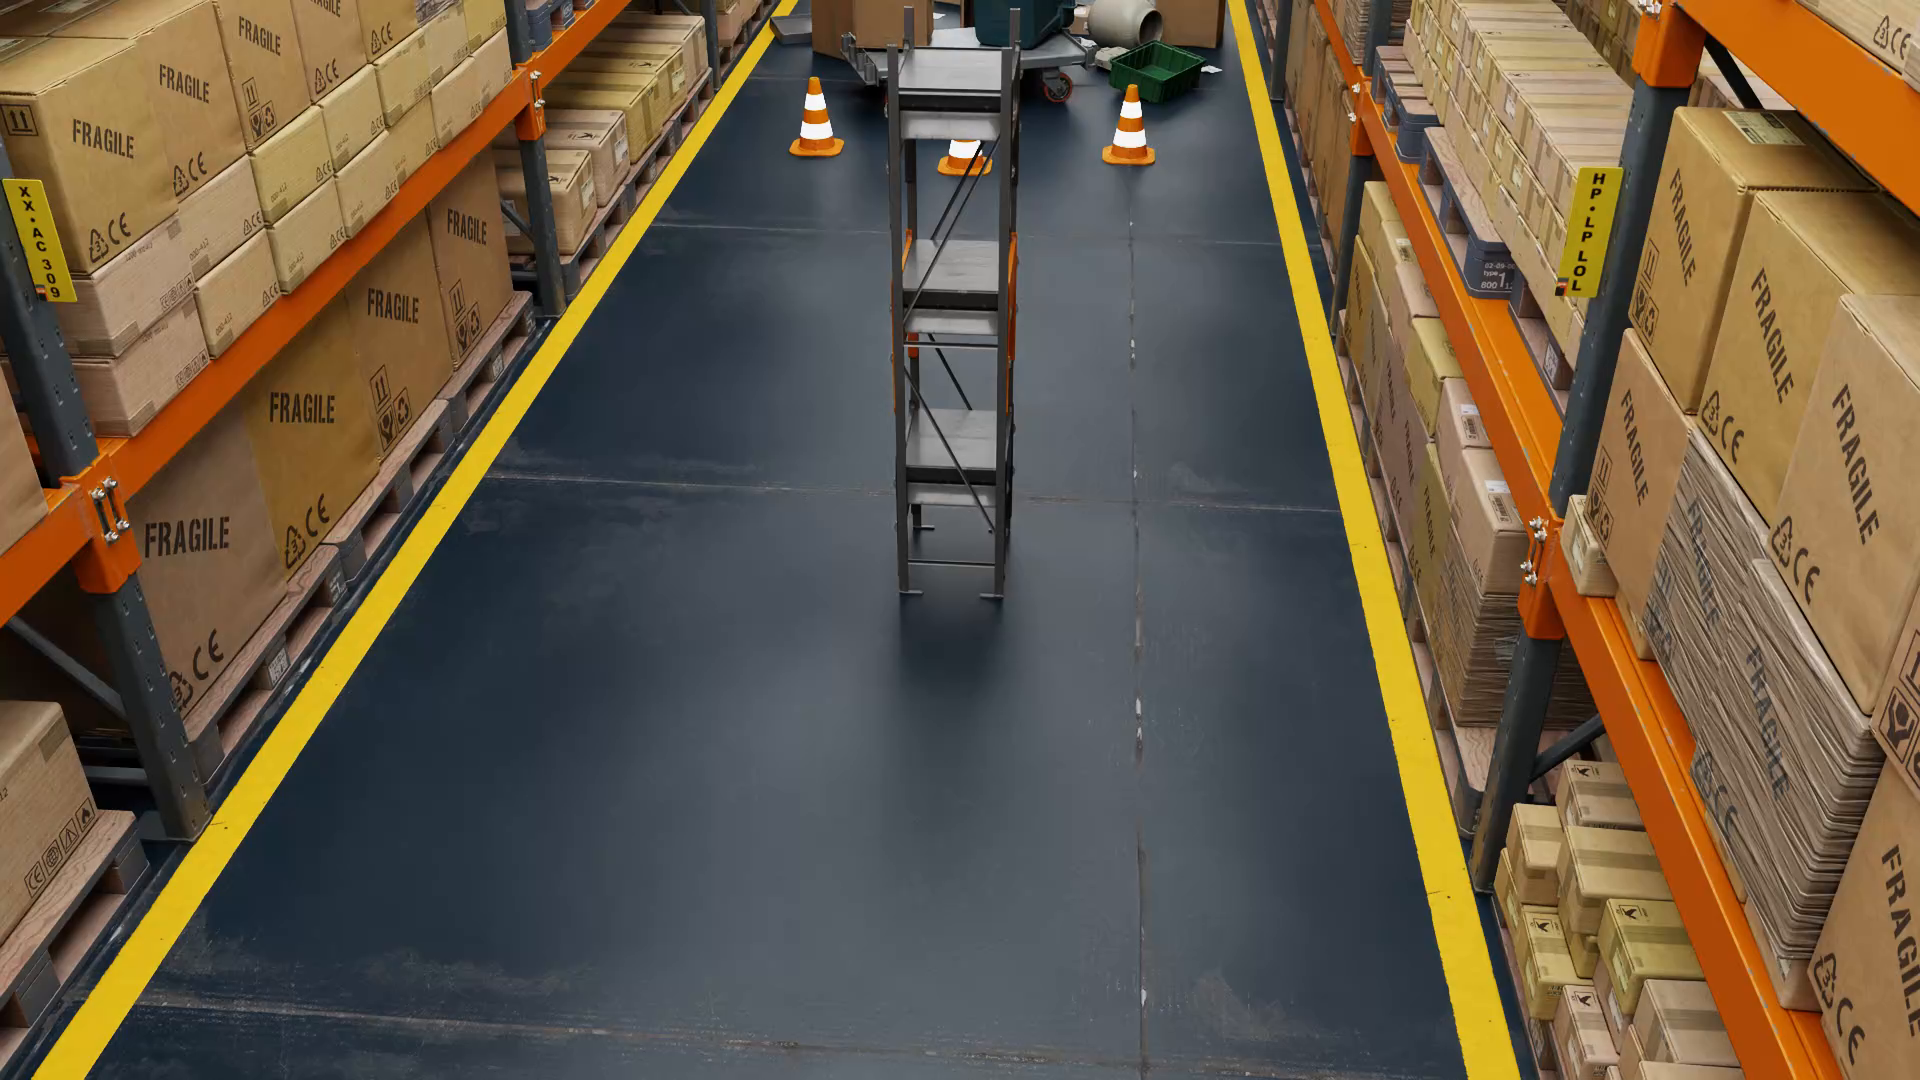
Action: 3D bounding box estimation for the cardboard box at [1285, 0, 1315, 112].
[{"bbox_3d":[2.746,-3.294,10.981,1.050,0.750,0.750,2,32,4],"label":"cardboard box"}]

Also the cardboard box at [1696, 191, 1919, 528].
[{"bbox_3d":[1.749,-0.316,3.072,0.500,0.500,0.500,2,32,2],"label":"cardboard box"}]

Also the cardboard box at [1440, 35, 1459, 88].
[{"bbox_3d":[2.083,-1.851,6.450,0.380,0.149,0.250,3,32,4],"label":"cardboard box"}]

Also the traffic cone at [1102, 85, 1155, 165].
[{"bbox_3d":[1.093,-2.685,10.666,0.336,0.463,0.334,2,32,4],"label":"traffic cone"}]

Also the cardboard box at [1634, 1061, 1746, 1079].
[{"bbox_3d":[1.668,1.277,3.569,0.380,0.149,0.250,3,32,5],"label":"cardboard box"}]

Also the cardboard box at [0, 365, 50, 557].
[{"bbox_3d":[-2.669,-0.166,4.066,0.500,0.500,0.500,3,32,4],"label":"cardboard box"}]

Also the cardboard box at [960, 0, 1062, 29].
[{"bbox_3d":[0.403,-4.131,12.844,0.797,0.637,0.503,2,32,4],"label":"cardboard box"}]

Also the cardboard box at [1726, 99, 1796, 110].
[{"bbox_3d":[2.629,-1.274,5.231,0.380,0.149,0.250,2,32,4],"label":"cardboard box"}]

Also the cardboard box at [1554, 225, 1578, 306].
[{"bbox_3d":[1.912,-0.771,4.698,0.380,0.149,0.250,3,32,4],"label":"cardboard box"}]

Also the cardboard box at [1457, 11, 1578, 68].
[{"bbox_3d":[2.065,-1.853,6.170,0.380,0.149,0.250,4,32,6],"label":"cardboard box"}]

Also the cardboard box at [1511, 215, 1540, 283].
[{"bbox_3d":[1.954,-0.904,5.197,0.380,0.149,0.250,1,32,1],"label":"cardboard box"}]

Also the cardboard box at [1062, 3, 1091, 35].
[{"bbox_3d":[1.011,-4.215,13.337,0.396,0.266,0.258,8,32,12],"label":"cardboard box"}]

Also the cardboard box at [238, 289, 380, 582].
[{"bbox_3d":[-2.849,-0.452,6.249,0.875,0.875,0.875,3,32,5],"label":"cardboard box"}]

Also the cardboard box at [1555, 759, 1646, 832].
[{"bbox_3d":[1.821,0.734,4.449,0.380,0.149,0.250,4,32,6],"label":"cardboard box"}]

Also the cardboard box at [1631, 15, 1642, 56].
[{"bbox_3d":[2.711,-1.826,6.126,0.380,0.149,0.250,2,32,4],"label":"cardboard box"}]

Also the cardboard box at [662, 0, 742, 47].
[{"bbox_3d":[-1.917,-3.866,12.384,0.500,0.250,0.500,1,32,2],"label":"cardboard box"}]

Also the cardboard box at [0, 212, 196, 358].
[{"bbox_3d":[-2.569,-0.744,4.765,0.500,0.250,0.500,2,32,3],"label":"cardboard box"}]

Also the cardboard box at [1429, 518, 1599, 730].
[{"bbox_3d":[1.865,0.269,5.437,0.500,0.500,0.500,2,32,3],"label":"cardboard box"}]

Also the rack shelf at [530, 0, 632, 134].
[{"bbox_3d":[-2.397,-3.208,9.783,1.077,0.370,4.000,2,32,4],"label":"rack shelf"}]

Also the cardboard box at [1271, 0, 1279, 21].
[{"bbox_3d":[2.898,-4.473,12.775,0.875,0.875,0.875,3,32,4],"label":"cardboard box"}]

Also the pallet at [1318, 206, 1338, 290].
[{"bbox_3d":[2.521,-1.532,9.035,1.003,0.211,1.213,2,32,4],"label":"pallet"}]

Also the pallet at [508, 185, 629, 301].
[{"bbox_3d":[-2.495,-1.690,9.292,1.003,0.211,1.213,2,32,4],"label":"pallet"}]

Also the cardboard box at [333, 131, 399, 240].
[{"bbox_3d":[-2.439,-1.331,6.194,0.500,0.250,0.500,2,32,3],"label":"cardboard box"}]

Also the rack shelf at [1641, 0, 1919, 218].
[{"bbox_3d":[1.893,-0.144,1.950,1.077,0.370,4.000,2,32,4],"label":"rack shelf"}]

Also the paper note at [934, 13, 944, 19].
[{"bbox_3d":[-0.221,-4.366,13.817,0.148,0.019,0.142,14,34,21],"label":"paper note"}]

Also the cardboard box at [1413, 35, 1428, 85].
[{"bbox_3d":[2.122,-2.016,7.002,0.380,0.149,0.250,4,32,6],"label":"cardboard box"}]

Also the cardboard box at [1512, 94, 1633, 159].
[{"bbox_3d":[1.983,-1.303,5.278,0.380,0.149,0.250,1,32,2],"label":"cardboard box"}]

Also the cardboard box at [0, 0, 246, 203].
[{"bbox_3d":[-2.550,-1.330,5.002,0.500,0.500,0.500,2,32,4],"label":"cardboard box"}]

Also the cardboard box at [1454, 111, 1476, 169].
[{"bbox_3d":[2.038,-1.463,6.105,0.380,0.149,0.250,3,32,5],"label":"cardboard box"}]

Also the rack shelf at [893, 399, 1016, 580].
[{"bbox_3d":[-0.013,-0.200,6.433,0.431,0.518,0.480,2,32,4],"label":"rack shelf"}]

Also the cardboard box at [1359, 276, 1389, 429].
[{"bbox_3d":[2.032,-0.803,7.176,0.500,0.500,0.500,3,32,5],"label":"cardboard box"}]

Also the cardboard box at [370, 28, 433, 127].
[{"bbox_3d":[-2.406,-1.817,6.506,0.500,0.250,0.500,2,32,3],"label":"cardboard box"}]

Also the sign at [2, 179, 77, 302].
[{"bbox_3d":[-2.333,-0.757,4.218,0.100,0.325,0.005,2,32,4],"label":"sign"}]

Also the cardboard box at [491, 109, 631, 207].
[{"bbox_3d":[-2.452,-2.210,9.582,0.950,0.372,0.625,2,32,3],"label":"cardboard box"}]

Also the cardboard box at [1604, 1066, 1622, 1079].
[{"bbox_3d":[1.745,1.399,3.938,0.380,0.149,0.250,2,32,3],"label":"cardboard box"}]

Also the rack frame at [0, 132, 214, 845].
[{"bbox_3d":[-2.886,-0.377,4.503,1.000,3.000,0.127,2,32,4],"label":"rack frame"}]

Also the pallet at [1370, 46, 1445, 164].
[{"bbox_3d":[2.430,-1.851,7.078,1.213,0.211,1.003,2,32,4],"label":"pallet"}]

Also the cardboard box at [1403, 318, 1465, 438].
[{"bbox_3d":[1.949,-0.598,6.129,0.500,0.250,0.500,1,32,2],"label":"cardboard box"}]

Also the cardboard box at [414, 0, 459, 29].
[{"bbox_3d":[-2.375,-2.387,6.716,0.500,0.500,0.500,3,32,5],"label":"cardboard box"}]

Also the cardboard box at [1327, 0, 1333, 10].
[{"bbox_3d":[2.233,-3.122,8.862,0.500,0.500,0.500,2,32,3],"label":"cardboard box"}]

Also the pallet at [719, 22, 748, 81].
[{"bbox_3d":[-2.215,-3.726,12.595,1.003,0.211,1.213,2,32,4],"label":"pallet"}]

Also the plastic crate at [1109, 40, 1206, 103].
[{"bbox_3d":[1.416,-3.376,11.995,0.450,0.188,0.662,29,41,23],"label":"plastic crate"}]

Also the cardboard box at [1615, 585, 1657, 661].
[{"bbox_3d":[1.760,0.161,3.870,0.380,0.149,0.250,3,32,5],"label":"cardboard box"}]

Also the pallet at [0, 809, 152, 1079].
[{"bbox_3d":[-3.026,1.204,4.595,1.003,0.211,1.213,2,32,4],"label":"pallet"}]

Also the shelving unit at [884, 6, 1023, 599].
[{"bbox_3d":[-0.013,-0.807,6.059,0.431,2.100,0.503,2,32,4],"label":"shelving unit"}]

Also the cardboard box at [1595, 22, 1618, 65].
[{"bbox_3d":[2.756,-1.954,6.617,0.380,0.149,0.250,3,32,5],"label":"cardboard box"}]

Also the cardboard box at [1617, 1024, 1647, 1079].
[{"bbox_3d":[1.768,1.272,3.861,0.380,0.149,0.250,1,32,1],"label":"cardboard box"}]

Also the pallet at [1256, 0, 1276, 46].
[{"bbox_3d":[2.944,-4.249,13.443,1.003,0.211,1.213,2,32,4],"label":"pallet"}]

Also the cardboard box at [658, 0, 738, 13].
[{"bbox_3d":[-1.917,-4.185,12.187,0.500,0.500,0.500,4,32,6],"label":"cardboard box"}]

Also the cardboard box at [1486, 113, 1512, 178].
[{"bbox_3d":[1.995,-1.323,5.593,0.380,0.149,0.250,3,32,4],"label":"cardboard box"}]

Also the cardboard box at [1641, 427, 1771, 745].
[{"bbox_3d":[1.731,0.119,3.318,0.500,0.500,0.500,2,32,4],"label":"cardboard box"}]
